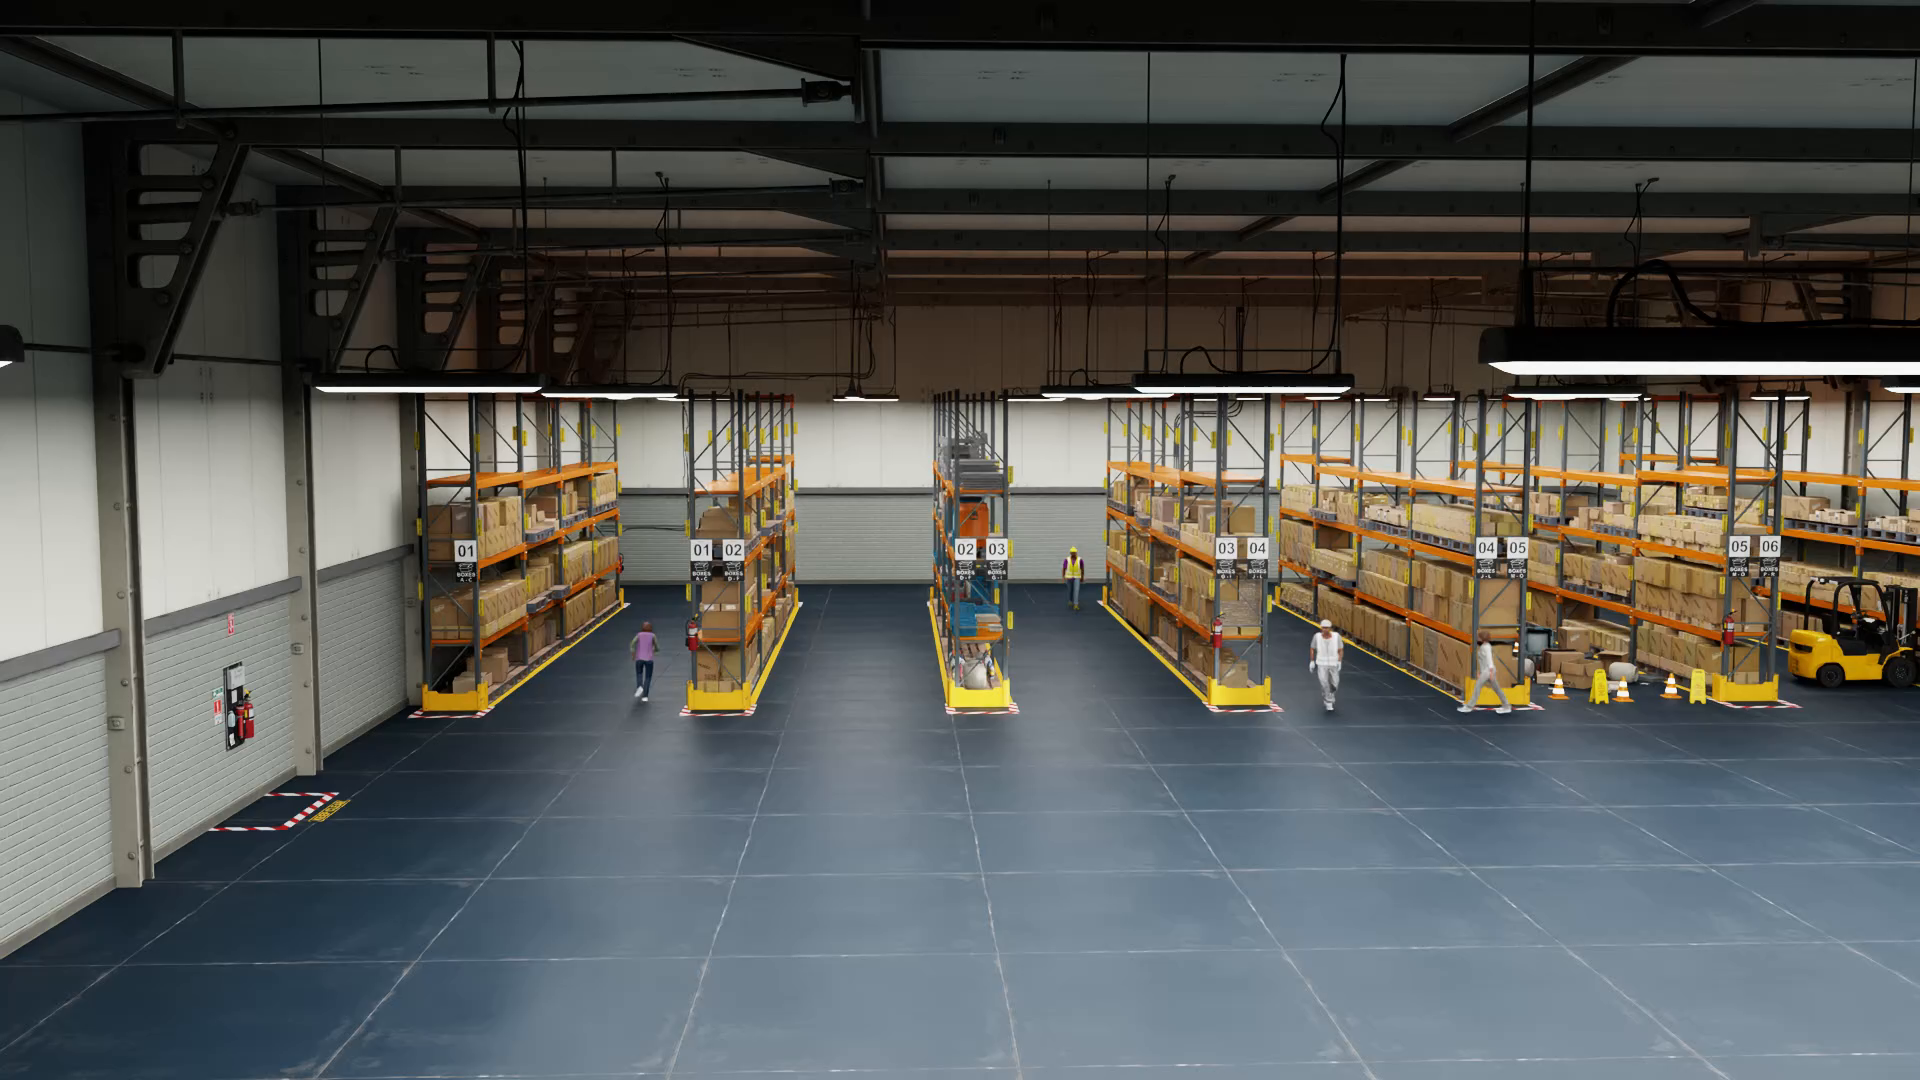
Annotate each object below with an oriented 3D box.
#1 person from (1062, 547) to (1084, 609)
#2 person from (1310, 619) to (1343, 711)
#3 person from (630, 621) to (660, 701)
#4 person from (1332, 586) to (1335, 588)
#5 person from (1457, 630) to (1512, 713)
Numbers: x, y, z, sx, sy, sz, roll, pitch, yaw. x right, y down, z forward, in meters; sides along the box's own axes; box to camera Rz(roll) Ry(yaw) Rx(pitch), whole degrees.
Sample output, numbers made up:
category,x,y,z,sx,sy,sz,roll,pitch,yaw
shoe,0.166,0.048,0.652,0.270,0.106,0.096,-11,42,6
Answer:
category,x,y,z,sx,sy,sz,roll,pitch,yaw
person,3.167,1.057,46.518,0.619,1.705,1.070,0,5,2
person,6.909,2.324,31.361,0.603,1.697,0.795,1,5,7
person,-6.135,2.339,32.398,0.565,1.499,0.733,0,5,-3
person,11.145,0.751,49.775,0.423,1.788,0.589,-2,5,-25
person,9.710,2.425,30.734,0.965,1.524,0.445,2,5,23
